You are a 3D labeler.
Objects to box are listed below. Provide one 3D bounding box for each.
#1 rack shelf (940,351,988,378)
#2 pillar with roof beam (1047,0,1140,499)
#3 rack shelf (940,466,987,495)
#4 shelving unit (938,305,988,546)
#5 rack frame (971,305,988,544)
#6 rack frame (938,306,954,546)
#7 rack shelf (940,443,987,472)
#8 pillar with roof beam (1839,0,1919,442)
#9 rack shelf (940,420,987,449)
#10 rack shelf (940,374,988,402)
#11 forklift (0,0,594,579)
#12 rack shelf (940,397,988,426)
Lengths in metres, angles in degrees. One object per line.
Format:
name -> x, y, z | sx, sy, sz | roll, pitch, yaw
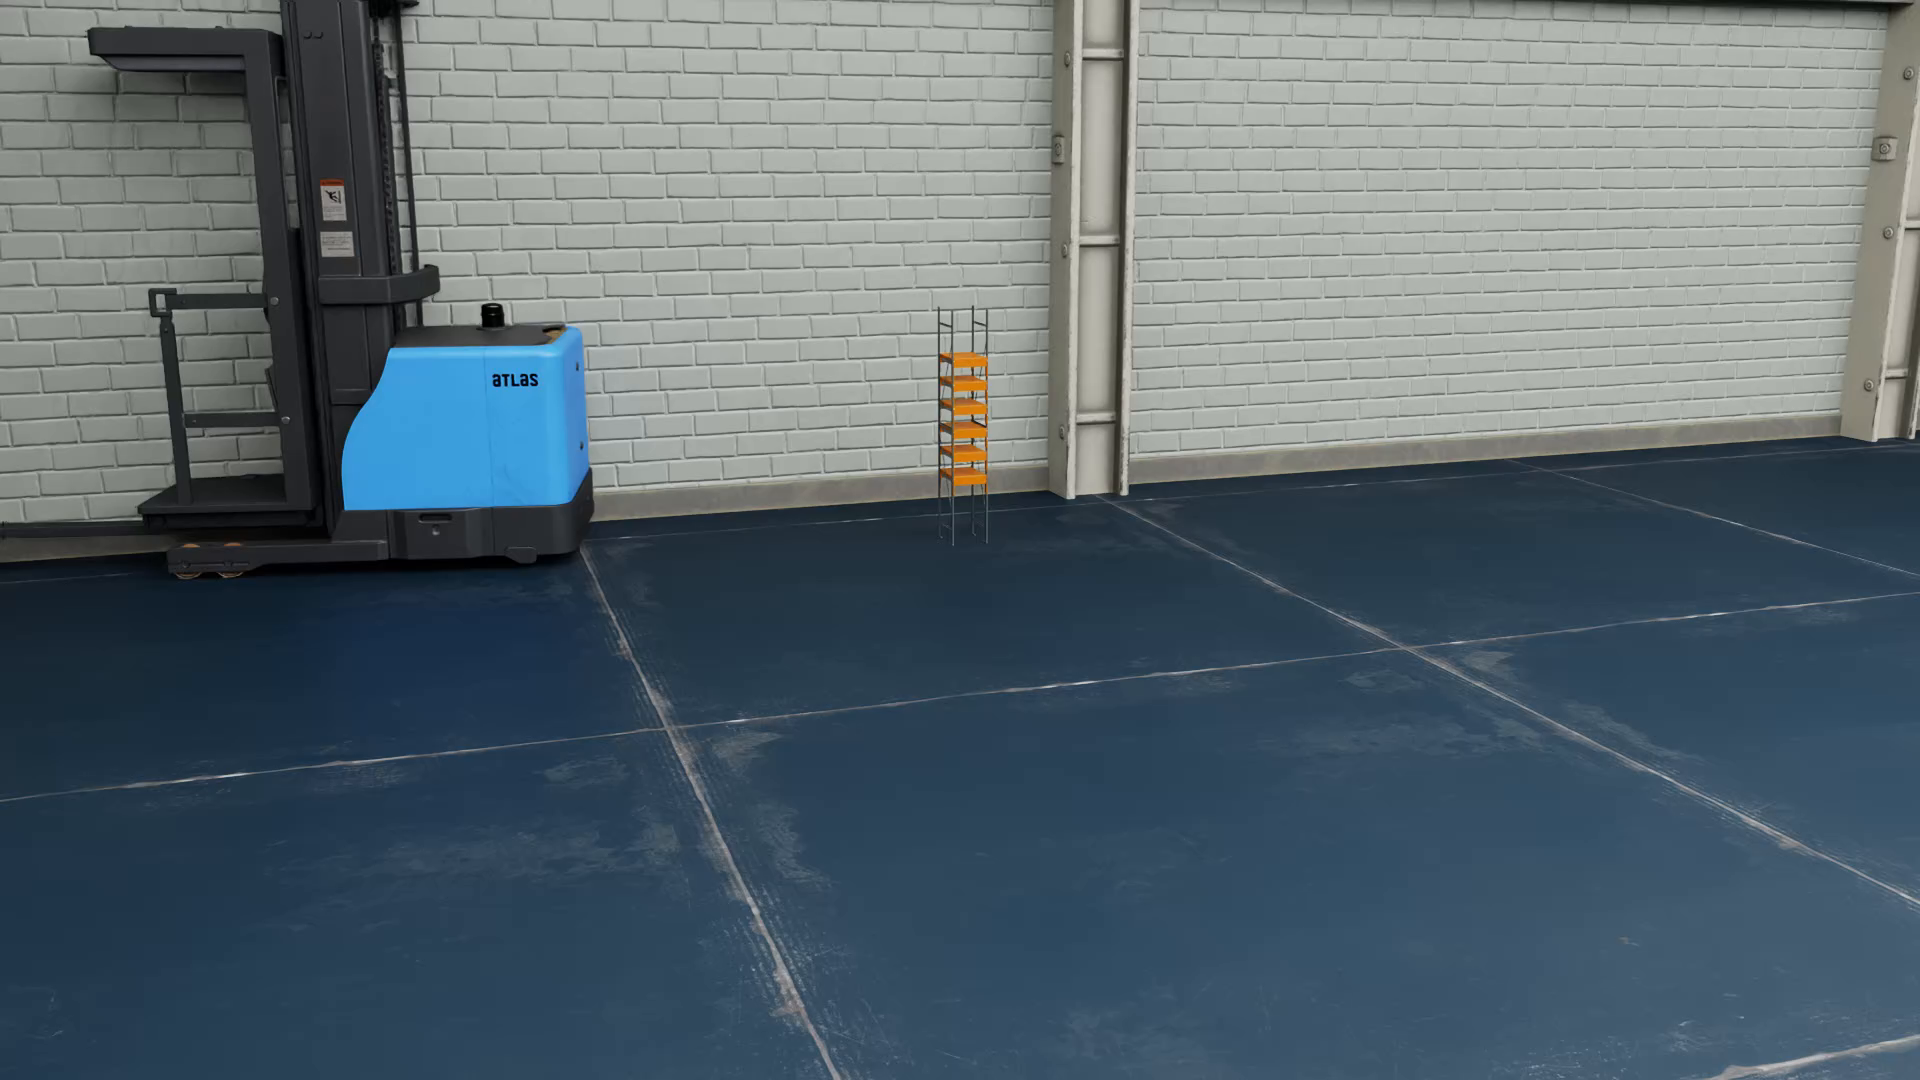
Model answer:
rack shelf -> 0.014, -0.892, 8.435 | 0.180, 0.103, 0.258 | -4, 14, -18
pillar with roof beam -> 2.128, -3.719, 4.830 | 0.400, 9.000, 9.100 | -4, 14, -18
rack shelf -> 0.014, -0.308, 8.574 | 0.180, 0.103, 0.258 | -4, 14, -18
shelving unit -> 0.014, -0.585, 8.508 | 0.189, 1.200, 0.258 | -4, 14, -18
rack frame -> 0.100, -0.592, 8.537 | 0.006, 1.200, 0.240 | -4, 14, -18
rack frame -> -0.073, -0.578, 8.480 | 0.006, 1.200, 0.240 | -4, 14, -18
rack shelf -> 0.014, -0.425, 8.546 | 0.180, 0.103, 0.258 | -4, 14, -18
pillar with roof beam -> 7.815, -4.162, 6.692 | 0.400, 9.000, 9.100 | -4, 14, -18
rack shelf -> 0.014, -0.542, 8.519 | 0.180, 0.103, 0.258 | -4, 14, -18
rack shelf -> 0.014, -0.775, 8.463 | 0.180, 0.103, 0.258 | -4, 14, -18
forklift -> -3.430, -1.369, 8.066 | 3.031, 2.935, 1.130 | -2, 13, -6
rack shelf -> 0.014, -0.658, 8.491 | 0.180, 0.103, 0.258 | -4, 14, -18
